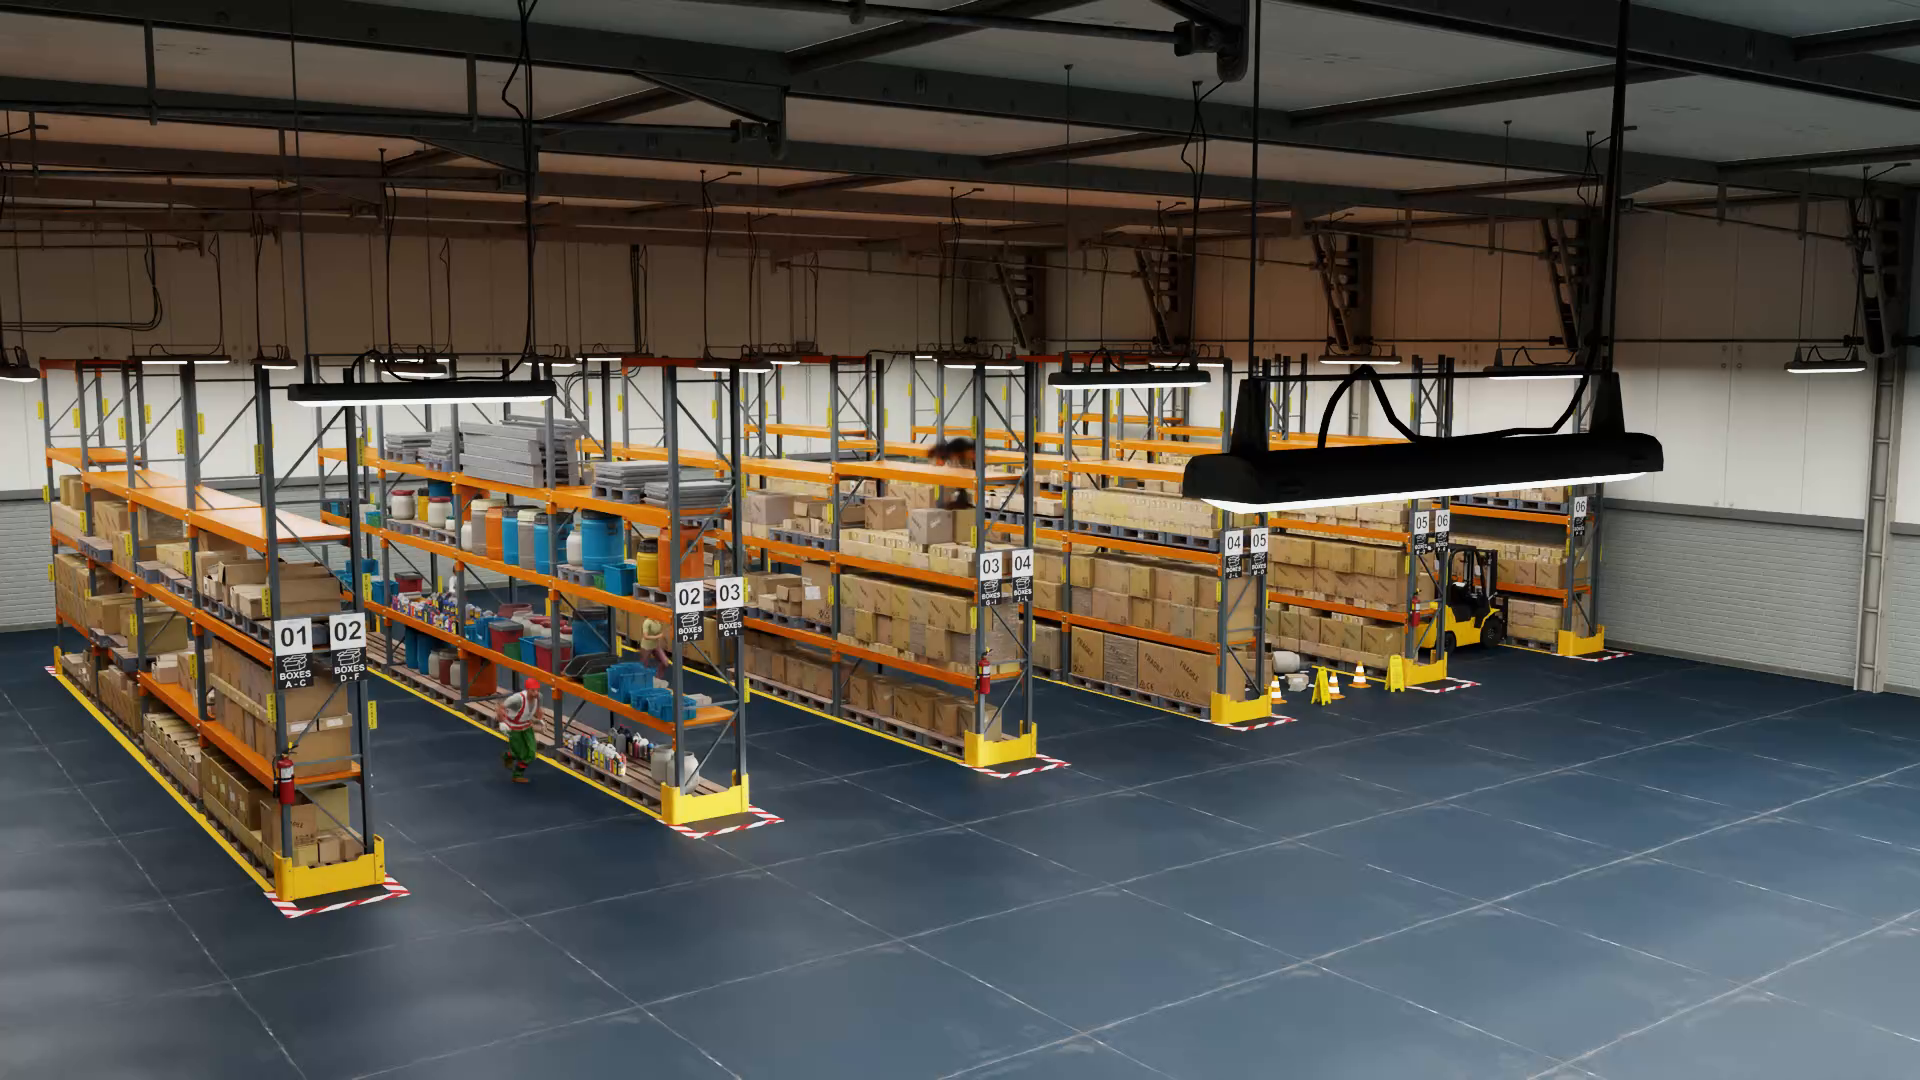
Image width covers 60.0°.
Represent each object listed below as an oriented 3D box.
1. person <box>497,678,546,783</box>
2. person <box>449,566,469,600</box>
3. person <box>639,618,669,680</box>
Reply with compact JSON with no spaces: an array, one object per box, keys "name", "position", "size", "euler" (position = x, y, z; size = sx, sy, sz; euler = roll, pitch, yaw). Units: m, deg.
[{"name":"person","position":[-6.293,2.710,23.727],"size":[0.938,1.585,0.681],"euler":[6,9,41]},{"name":"person","position":[-10.592,1.320,35.023],"size":[0.861,1.594,0.529],"euler":[5,8,34]},{"name":"person","position":[-5.575,1.956,29.961],"size":[0.914,1.592,0.578],"euler":[5,9,37]}]
